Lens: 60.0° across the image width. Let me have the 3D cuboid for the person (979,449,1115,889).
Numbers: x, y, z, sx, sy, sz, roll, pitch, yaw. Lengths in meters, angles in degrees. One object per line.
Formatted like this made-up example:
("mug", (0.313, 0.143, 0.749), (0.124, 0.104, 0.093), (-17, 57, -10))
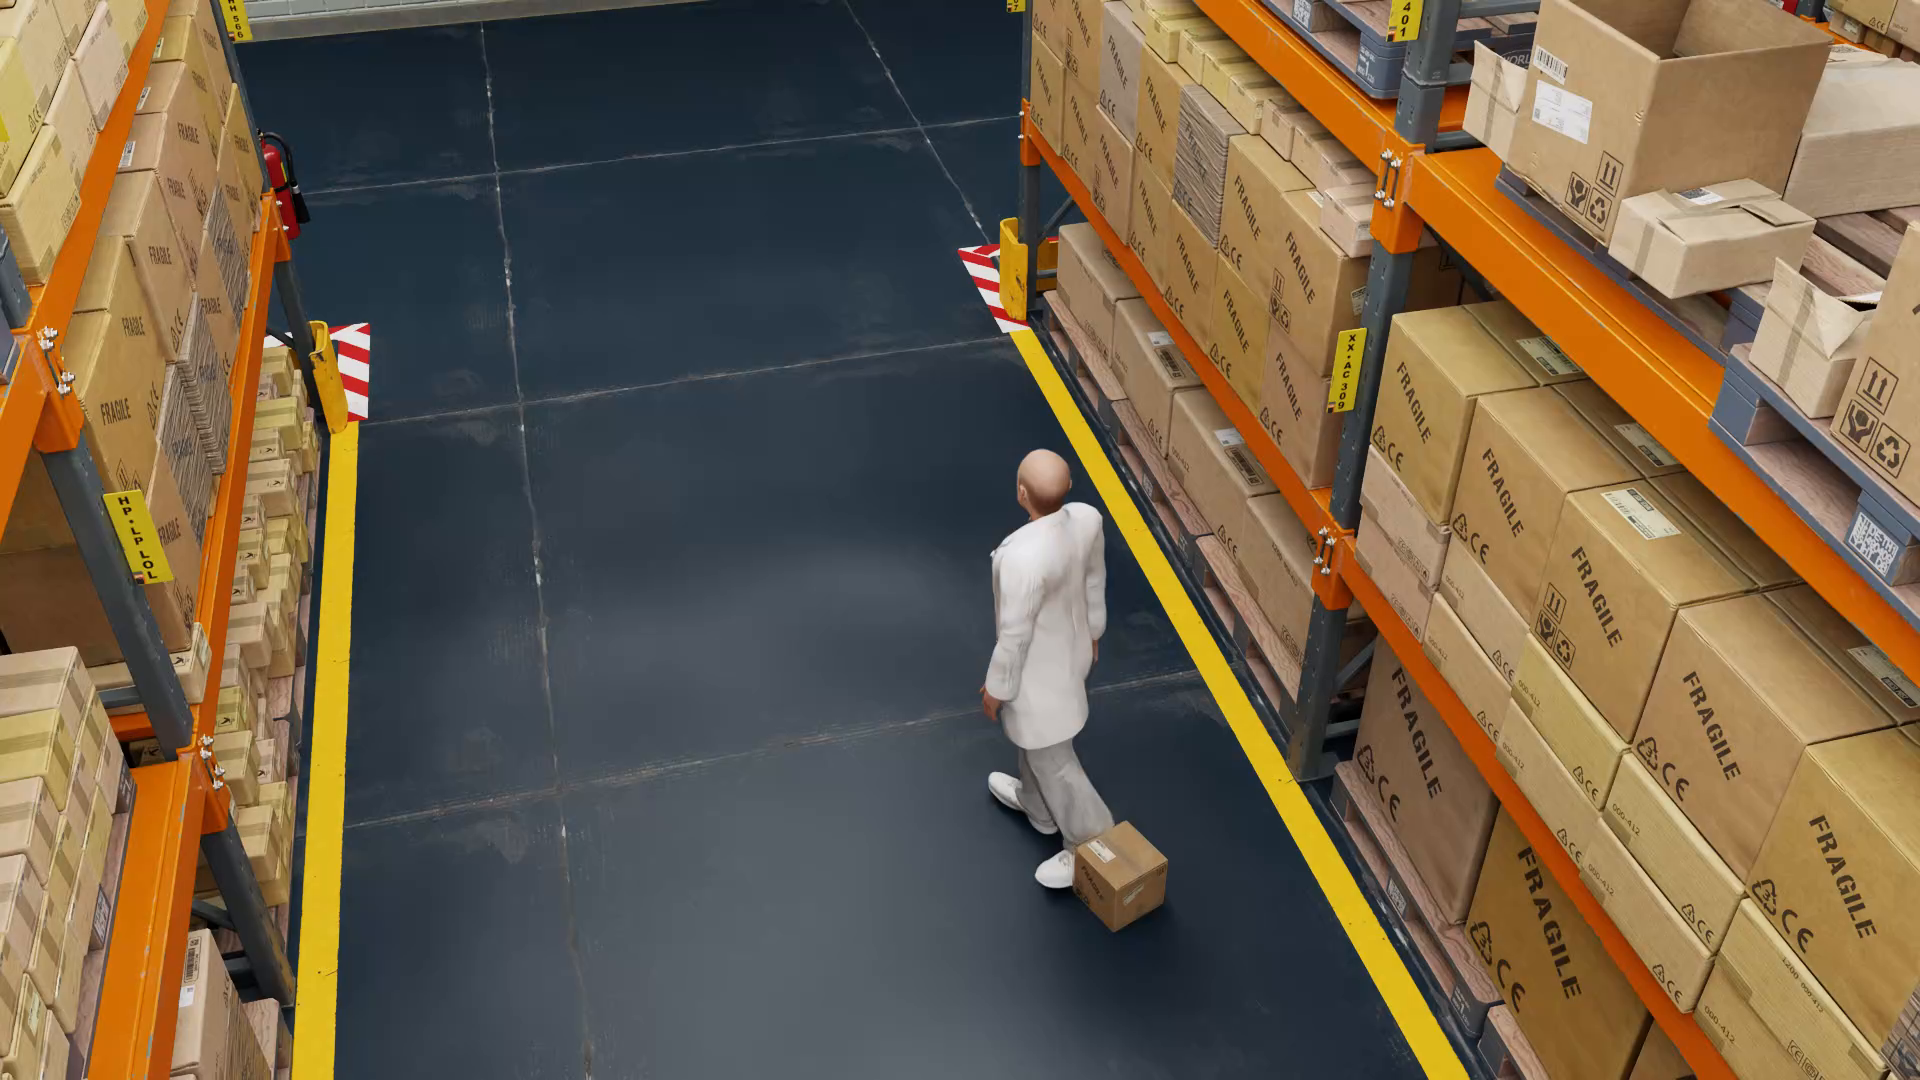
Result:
("person", (0.359, 0.469, 6.120), (0.665, 1.769, 0.616), (19, 42, 23))
